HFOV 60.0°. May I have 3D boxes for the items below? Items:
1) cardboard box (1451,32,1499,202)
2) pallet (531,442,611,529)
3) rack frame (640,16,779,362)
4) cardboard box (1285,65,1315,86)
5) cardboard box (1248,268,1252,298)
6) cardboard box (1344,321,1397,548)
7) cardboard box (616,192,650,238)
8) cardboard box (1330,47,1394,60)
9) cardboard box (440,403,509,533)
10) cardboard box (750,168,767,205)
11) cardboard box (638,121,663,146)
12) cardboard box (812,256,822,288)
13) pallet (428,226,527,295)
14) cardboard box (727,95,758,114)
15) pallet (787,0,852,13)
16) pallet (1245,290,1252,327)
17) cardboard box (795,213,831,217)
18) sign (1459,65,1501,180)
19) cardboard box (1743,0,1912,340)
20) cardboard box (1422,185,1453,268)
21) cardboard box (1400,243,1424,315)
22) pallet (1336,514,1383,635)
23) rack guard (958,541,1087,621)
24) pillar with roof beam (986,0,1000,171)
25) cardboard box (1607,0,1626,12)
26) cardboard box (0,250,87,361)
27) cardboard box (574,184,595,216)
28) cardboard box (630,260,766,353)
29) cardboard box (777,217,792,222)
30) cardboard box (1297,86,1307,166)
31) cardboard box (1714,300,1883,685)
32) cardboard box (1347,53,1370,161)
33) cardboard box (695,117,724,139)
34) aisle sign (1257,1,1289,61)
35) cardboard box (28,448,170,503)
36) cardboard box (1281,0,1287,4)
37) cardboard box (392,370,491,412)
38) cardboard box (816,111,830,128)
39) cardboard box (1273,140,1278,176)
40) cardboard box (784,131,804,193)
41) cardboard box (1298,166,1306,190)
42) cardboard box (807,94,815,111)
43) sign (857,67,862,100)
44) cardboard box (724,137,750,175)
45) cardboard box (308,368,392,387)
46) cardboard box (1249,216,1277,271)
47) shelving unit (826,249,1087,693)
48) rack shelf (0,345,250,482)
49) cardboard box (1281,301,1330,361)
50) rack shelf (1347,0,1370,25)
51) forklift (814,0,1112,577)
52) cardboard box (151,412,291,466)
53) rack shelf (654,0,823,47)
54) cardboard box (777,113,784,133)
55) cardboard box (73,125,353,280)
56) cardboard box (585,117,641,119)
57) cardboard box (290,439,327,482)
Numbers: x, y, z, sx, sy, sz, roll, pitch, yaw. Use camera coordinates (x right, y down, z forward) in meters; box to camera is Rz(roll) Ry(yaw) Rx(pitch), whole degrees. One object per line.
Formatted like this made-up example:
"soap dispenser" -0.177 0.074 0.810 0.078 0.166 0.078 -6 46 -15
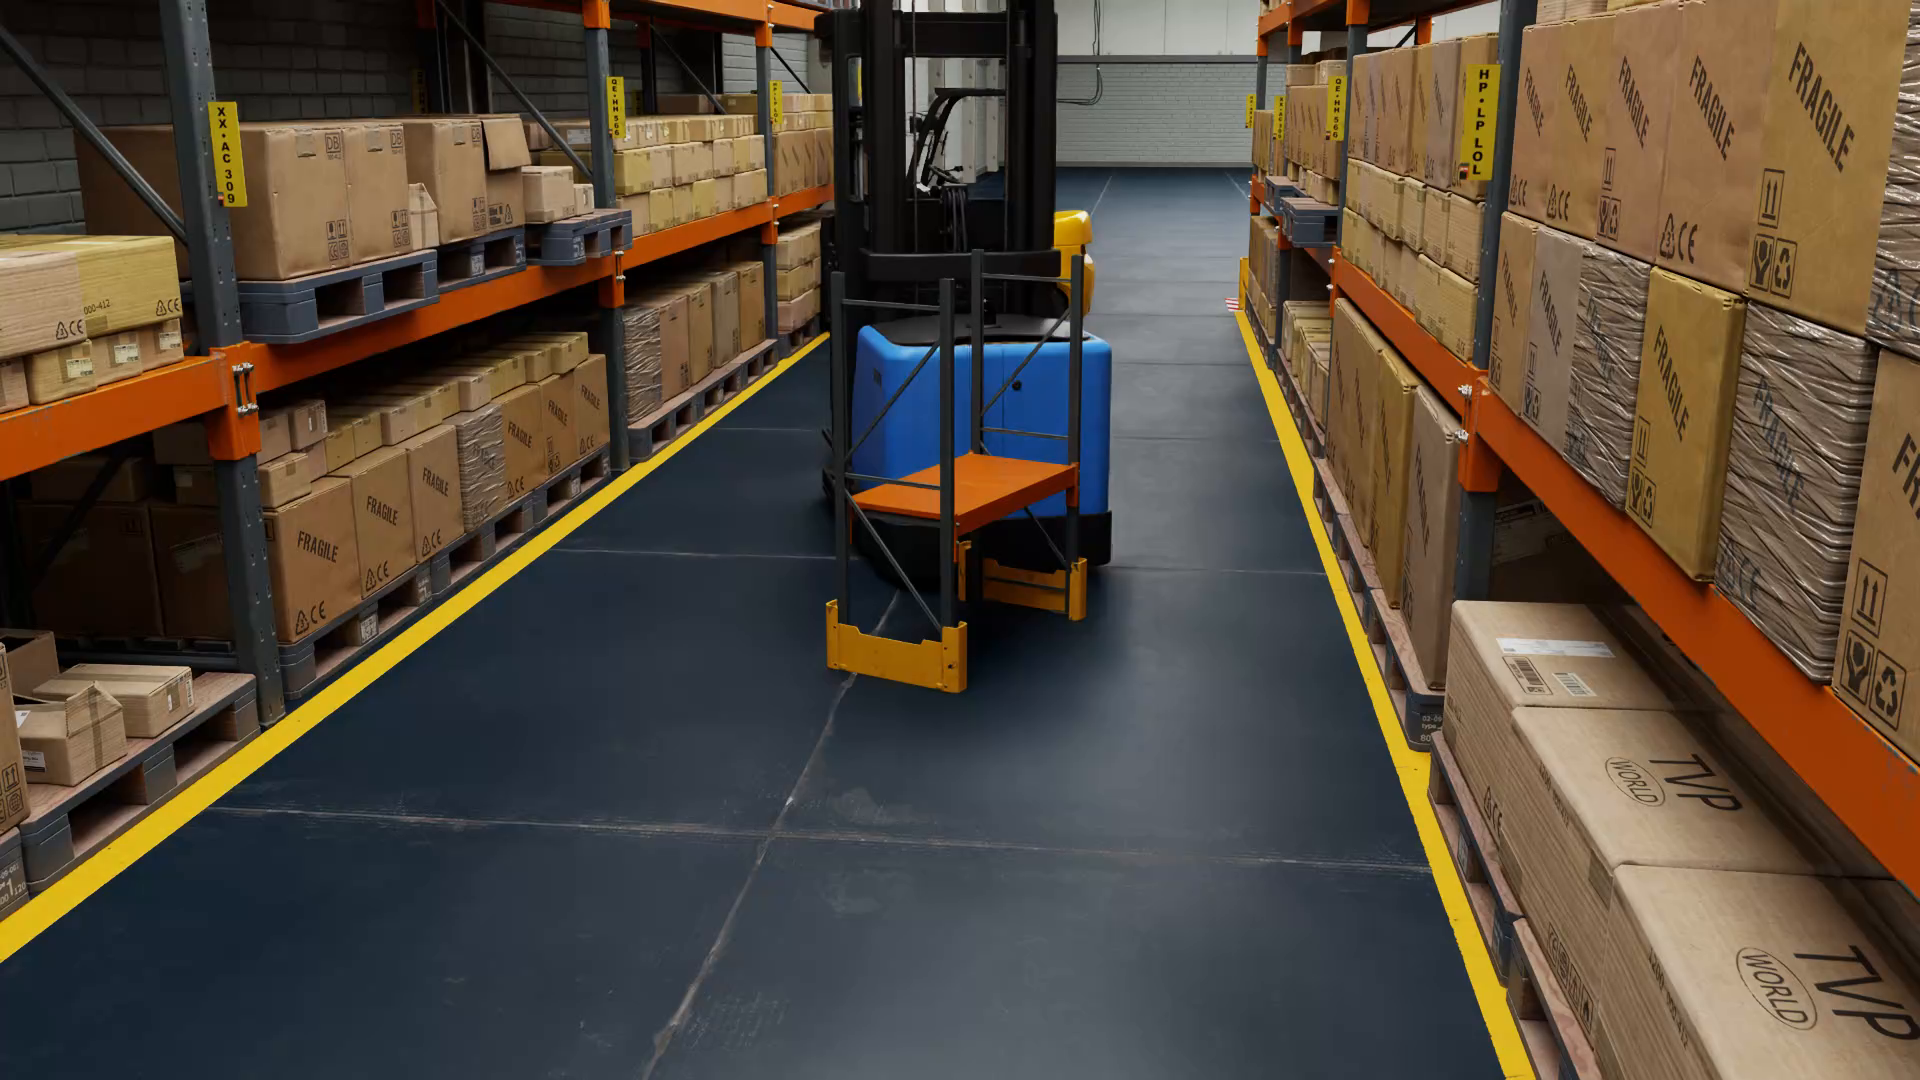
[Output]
"cardboard box" 1.856 -1.333 5.239 0.500 0.500 0.500 2 15 8
"pallet" -2.548 -0.323 8.953 1.003 0.211 1.213 2 15 6
"rack frame" -1.975 -2.899 13.138 1.000 3.000 0.127 2 15 6
"cardboard box" 2.553 -3.350 11.996 0.380 0.149 0.250 2 15 6
"cardboard box" 3.043 -2.466 15.998 0.500 0.250 0.500 2 15 6
"cardboard box" 2.241 -0.486 7.478 0.875 0.875 0.875 2 15 7
"cardboard box" -2.133 -1.897 9.719 0.500 0.250 0.500 2 15 6
"cardboard box" 3.223 -3.536 12.816 0.700 0.500 0.500 2 15 6
"cardboard box" -2.424 -0.341 7.662 0.500 0.500 0.500 1 15 4
"cardboard box" -1.772 -2.688 12.645 0.500 0.250 0.500 2 15 8
"cardboard box" -2.048 -2.502 10.234 0.380 0.149 0.250 2 15 7
"cardboard box" -1.490 -2.393 14.771 0.500 0.250 0.500 2 15 6
"pallet" -2.641 -1.265 7.460 1.003 0.211 1.213 2 15 6
"cardboard box" -1.644 -3.478 13.274 0.380 0.149 0.250 2 15 7
"pallet" -1.629 -5.159 15.919 1.003 0.211 1.213 2 15 6
"pallet" 3.274 -2.216 15.953 1.003 0.211 1.213 2 15 6
"cardboard box" -1.317 -3.034 16.182 0.500 0.250 0.500 2 15 7
"sign" 1.515 -1.213 4.836 0.100 0.325 0.005 2 15 6
"cardboard box" 1.510 -0.569 2.414 0.500 0.500 0.500 2 15 6
"cardboard box" 1.912 -1.099 5.811 0.500 0.250 0.500 2 15 8
"cardboard box" 1.990 -0.993 6.375 0.500 0.250 0.500 1 15 5
"pallet" 2.202 0.147 7.213 1.003 0.211 1.213 2 15 6
"rack guard" 0.260 0.170 7.055 0.587 0.250 0.087 9 17 29
"pillar with roof beam" 5.165 -14.333 43.928 9.100 9.000 0.400 2 15 6
"cardboard box" 1.673 -1.252 3.695 0.380 0.149 0.250 2 15 6
"cardboard box" -2.734 -0.626 4.448 0.500 0.250 0.500 2 15 6
"cardboard box" -2.119 -1.762 8.607 0.380 0.149 0.250 2 15 7
"cardboard box" -2.022 -1.820 12.891 0.875 0.625 0.625 2 15 9
"cardboard box" -1.886 -2.917 15.749 0.500 0.250 0.500 2 15 6
"cardboard box" 2.447 -2.644 10.628 0.500 0.500 0.500 1 15 4
"cardboard box" 1.515 -0.086 2.543 0.500 0.500 0.500 2 15 8
"cardboard box" 2.208 -2.127 8.174 0.500 0.500 0.500 1 15 4
"cardboard box" -1.873 -2.898 11.698 0.380 0.149 0.250 1 15 5
"aisle sign" 3.108 -5.072 16.191 0.394 0.787 0.004 2 15 6
"cardboard box" -3.122 -0.237 6.035 0.380 0.149 0.250 1 15 4
"cardboard box" 2.821 -4.438 13.563 0.380 0.149 0.250 2 15 8
"cardboard box" -2.408 -0.692 7.718 0.380 0.149 0.250 1 15 4
"cardboard box" -1.405 -3.866 15.280 0.380 0.149 0.250 2 15 7
"cardboard box" 2.812 -3.202 13.496 0.500 0.500 0.500 2 15 8
"cardboard box" -1.623 -3.191 14.023 0.500 0.500 0.500 2 15 7
"cardboard box" 2.407 -2.364 10.836 0.380 0.149 0.250 2 15 8
"cardboard box" -1.522 -3.945 14.999 0.380 0.149 0.250 2 15 7
"sign" -0.986 -4.590 16.720 0.100 0.325 0.005 2 15 6
"cardboard box" -1.827 -2.800 12.099 0.500 0.250 0.500 1 15 5
"cardboard box" -2.887 -0.708 7.775 0.380 0.149 0.250 2 15 7
"cardboard box" 3.041 -2.822 15.877 0.500 0.500 0.500 1 15 4
"shelving unit" 0.009 -0.321 6.476 0.587 1.500 1.083 9 17 29
"rack shelf" -3.103 0.042 3.640 1.077 0.370 4.000 2 15 6
"cardboard box" 2.901 -1.552 12.385 0.950 0.372 0.625 2 15 7
"rack shelf" 2.281 -2.299 6.548 1.077 0.370 4.000 2 15 6
"forklift" -0.123 -1.591 8.430 1.130 2.935 3.031 -3 15 -12
"cardboard box" -2.633 -0.364 5.934 0.380 0.149 0.250 1 15 5
"rack shelf" -1.749 -4.519 14.758 1.077 0.370 4.000 2 15 6
"cardboard box" -1.650 -3.403 13.566 0.380 0.149 0.250 2 15 8
"cardboard box" -2.601 -1.194 5.836 0.700 0.500 0.500 2 15 8
"cardboard box" -2.424 -2.847 11.509 0.380 0.149 0.250 2 15 6
"cardboard box" -2.618 -0.293 6.240 0.380 0.149 0.250 1 15 5
